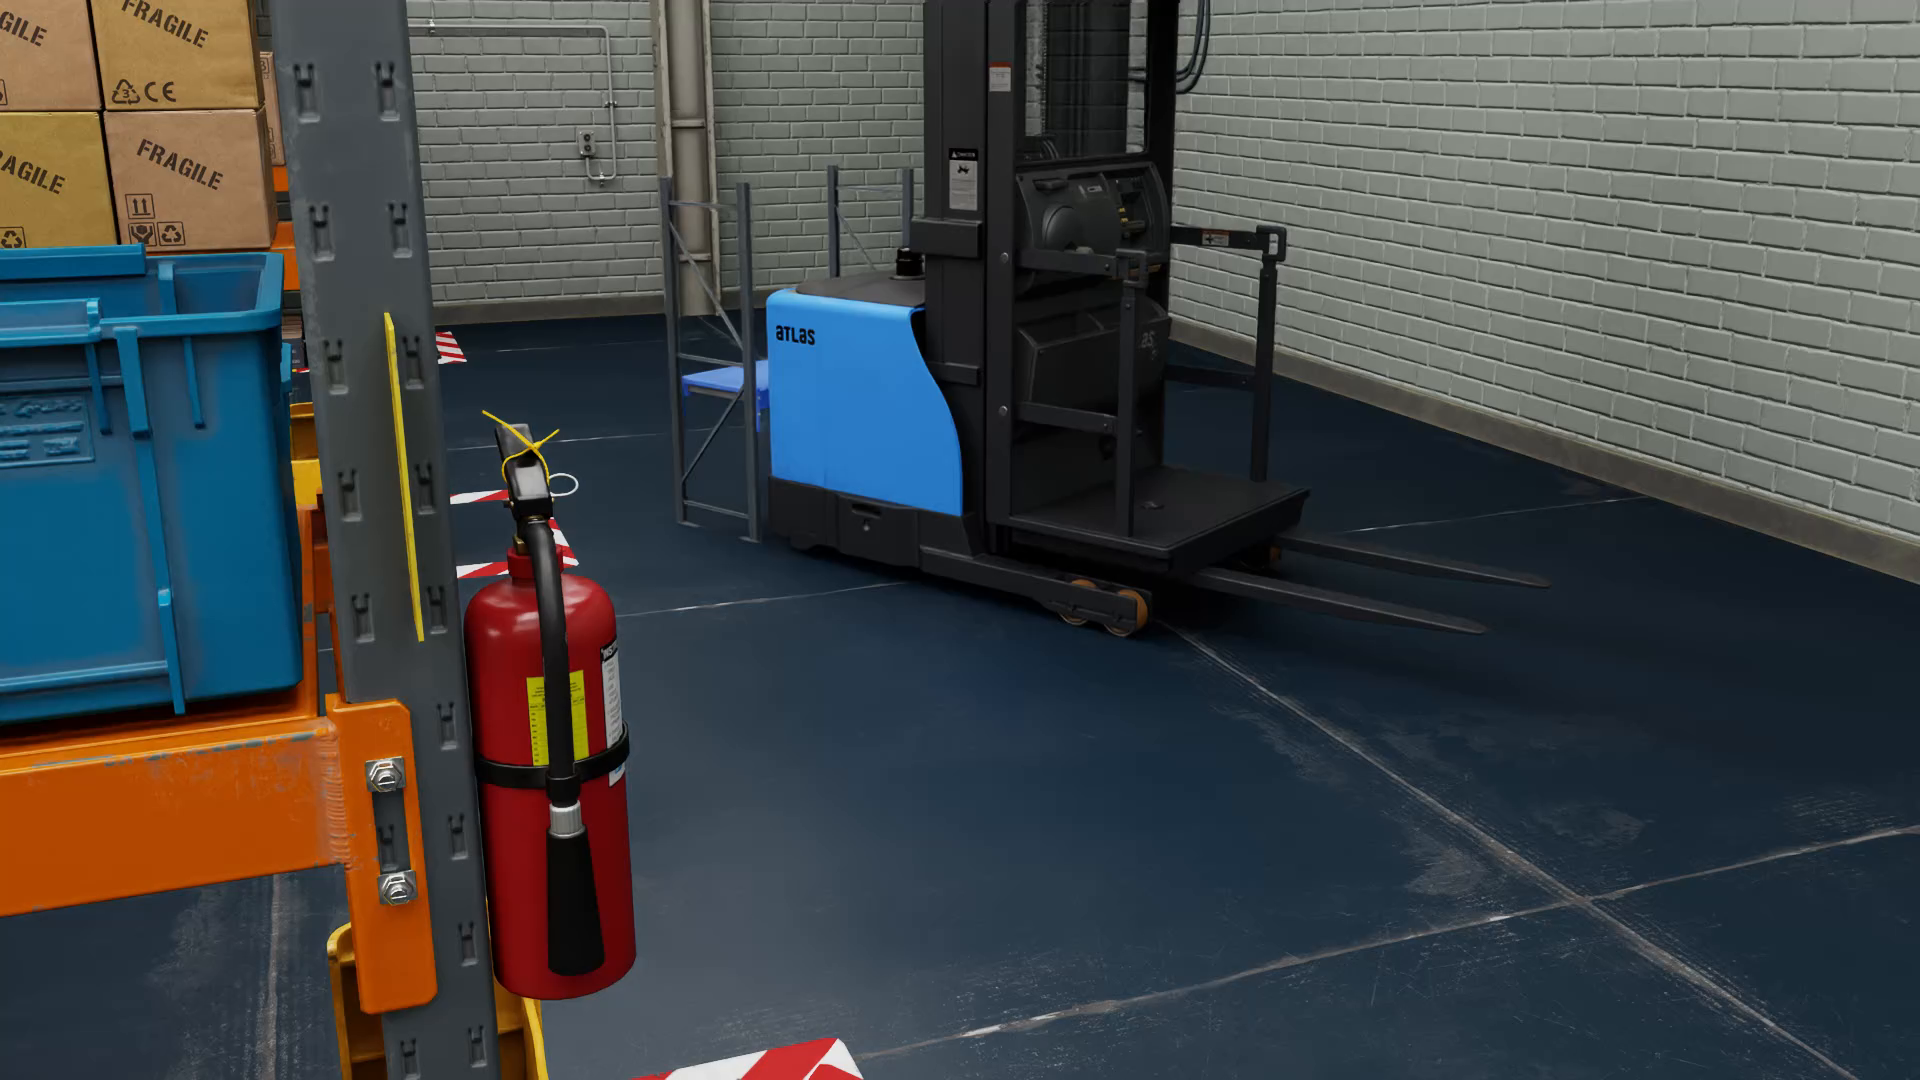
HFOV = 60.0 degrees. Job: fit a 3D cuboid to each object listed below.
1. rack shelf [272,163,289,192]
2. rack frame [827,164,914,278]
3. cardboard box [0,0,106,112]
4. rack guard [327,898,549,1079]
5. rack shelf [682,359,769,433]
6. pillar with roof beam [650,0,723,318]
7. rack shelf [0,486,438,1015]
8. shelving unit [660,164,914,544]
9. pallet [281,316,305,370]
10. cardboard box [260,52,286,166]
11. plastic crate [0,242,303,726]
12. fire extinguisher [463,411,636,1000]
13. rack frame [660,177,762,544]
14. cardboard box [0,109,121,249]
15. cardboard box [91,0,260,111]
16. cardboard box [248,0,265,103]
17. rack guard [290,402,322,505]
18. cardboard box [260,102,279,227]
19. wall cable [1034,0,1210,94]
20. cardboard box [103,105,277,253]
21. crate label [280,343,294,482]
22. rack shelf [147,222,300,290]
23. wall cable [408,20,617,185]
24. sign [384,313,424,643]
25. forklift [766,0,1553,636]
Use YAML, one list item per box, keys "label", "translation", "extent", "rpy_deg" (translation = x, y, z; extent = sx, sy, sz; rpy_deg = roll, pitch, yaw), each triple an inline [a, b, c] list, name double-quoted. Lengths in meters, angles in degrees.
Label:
- label: "rack shelf"
  translation: [-6.193, -2.188, 10.502]
  extent: [4.000, 0.370, 1.077]
  rpy_deg: [-6, 17, -20]
- label: "rack frame"
  translation: [-0.411, -0.974, 7.755]
  extent: [0.500, 1.500, 0.032]
  rpy_deg: [13, 21, 37]
- label: "cardboard box"
  translation: [-3.338, -1.791, 5.922]
  extent: [0.500, 0.500, 0.500]
  rpy_deg: [-6, 17, -19]
- label: "rack guard"
  translation: [-0.763, 1.065, 2.583]
  extent: [0.348, 0.500, 1.175]
  rpy_deg: [-6, 17, -20]
- label: "rack shelf"
  translation: [-0.728, -0.690, 7.425]
  extent: [0.538, 0.185, 1.000]
  rpy_deg: [13, 21, 37]
- label: "pillar with roof beam"
  translation: [-0.573, -4.980, 8.087]
  extent: [0.400, 9.000, 9.100]
  rpy_deg: [-6, 17, -20]
- label: "rack shelf"
  translation: [-2.648, 0.419, 1.626]
  extent: [4.000, 0.370, 1.077]
  rpy_deg: [-6, 17, -20]
- label: "shelving unit"
  translation: [-0.728, -0.863, 7.374]
  extent: [0.538, 1.500, 1.048]
  rpy_deg: [13, 21, 37]
- label: "pallet"
  translation: [-5.044, -1.296, 11.135]
  extent: [1.213, 0.211, 1.003]
  rpy_deg: [-6, 17, -20]
- label: "cardboard box"
  translation: [-4.798, -2.825, 10.861]
  extent: [0.700, 0.700, 0.980]
  rpy_deg: [-5, 17, -18]
- label: "plastic crate"
  translation: [-1.026, -0.091, 1.915]
  extent: [0.499, 0.435, 0.616]
  rpy_deg: [-6, 17, -20]
- label: "fire extinguisher"
  translation: [-0.477, 0.192, 1.919]
  extent: [0.183, 0.674, 0.296]
  rpy_deg: [-6, 17, -20]
- label: "rack frame"
  translation: [-1.046, -0.751, 6.994]
  extent: [0.500, 1.500, 0.032]
  rpy_deg: [13, 21, 37]
- label: "cardboard box"
  translation: [-3.354, -1.310, 6.057]
  extent: [0.500, 0.500, 0.500]
  rpy_deg: [-6, 17, -20]
- label: "cardboard box"
  translation: [-2.867, -1.842, 6.096]
  extent: [0.500, 0.500, 0.500]
  rpy_deg: [-6, 18, -21]
- label: "cardboard box"
  translation: [-3.058, -1.984, 6.579]
  extent: [0.500, 0.500, 0.500]
  rpy_deg: [-6, 17, -18]
- label: "rack guard"
  translation: [-2.621, -0.225, 6.976]
  extent: [0.348, 0.500, 1.175]
  rpy_deg: [-6, 17, -20]
- label: "cardboard box"
  translation: [-3.058, -1.504, 6.720]
  extent: [0.500, 0.500, 0.500]
  rpy_deg: [-6, 17, -19]
- label: "wall cable"
  translation: [1.084, -4.600, 12.301]
  extent: [0.112, 2.526, 3.097]
  rpy_deg: [-6, 17, -20]
- label: "cardboard box"
  translation: [-2.870, -1.363, 6.238]
  extent: [0.500, 0.500, 0.500]
  rpy_deg: [-6, 17, -18]
- label: "crate label"
  translation: [-1.129, -0.138, 2.436]
  extent: [0.303, 0.233, 0.416]
  rpy_deg: [-6, 17, -20]
- label: "rack shelf"
  translation: [-4.417, -0.885, 6.065]
  extent: [4.000, 0.370, 1.077]
  rpy_deg: [-6, 17, -20]
- label: "wall cable"
  translation: [-3.468, -3.600, 12.231]
  extent: [1.851, 1.984, 0.084]
  rpy_deg: [-6, 17, -20]
- label: "sign"
  translation: [-0.569, -0.063, 1.701]
  extent: [0.005, 0.325, 0.100]
  rpy_deg: [-6, 17, -20]
- label: "forklift"
  translation: [0.673, -1.231, 6.089]
  extent: [3.031, 2.935, 1.130]
  rpy_deg: [12, 20, 36]
